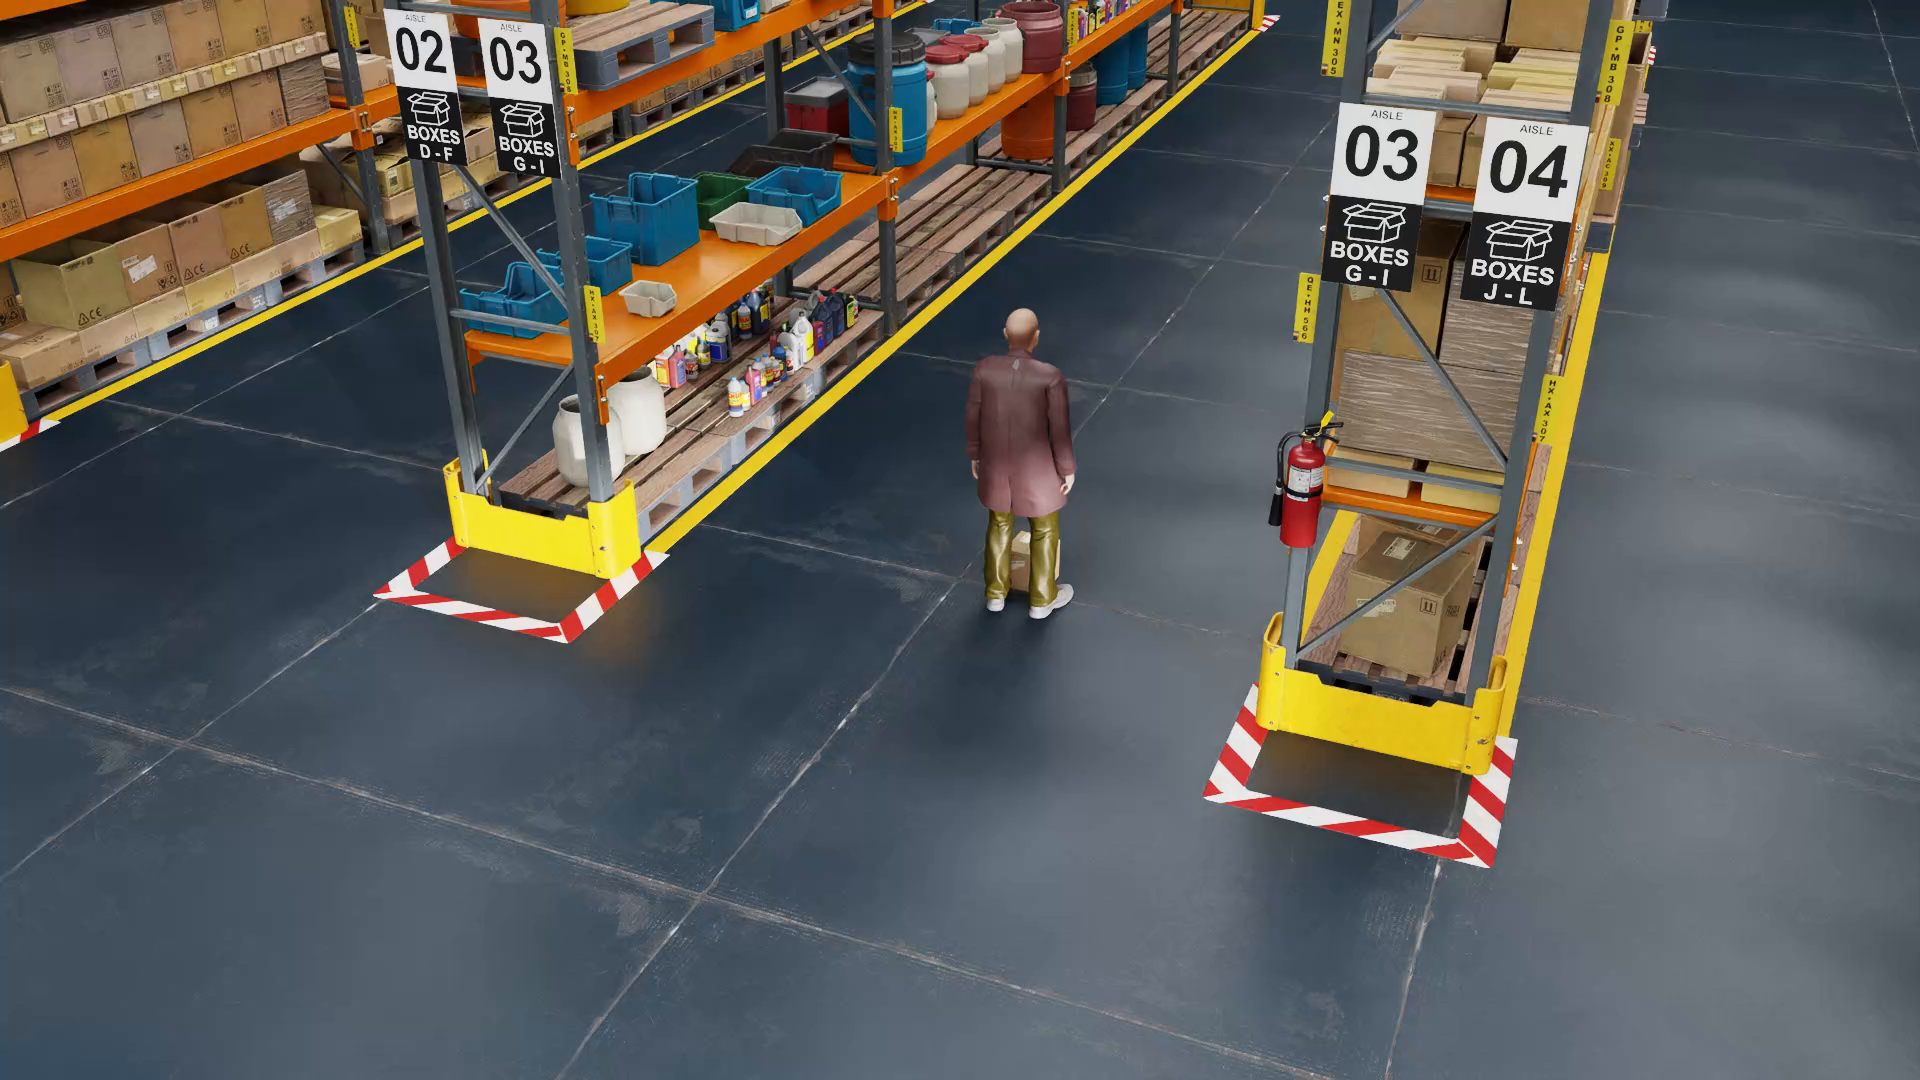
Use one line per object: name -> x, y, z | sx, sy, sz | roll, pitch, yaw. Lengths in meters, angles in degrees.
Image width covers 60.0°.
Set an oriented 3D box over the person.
person -> 0.335, -0.415, 9.162 | 0.641, 1.773, 0.427 | 11, 31, 19
